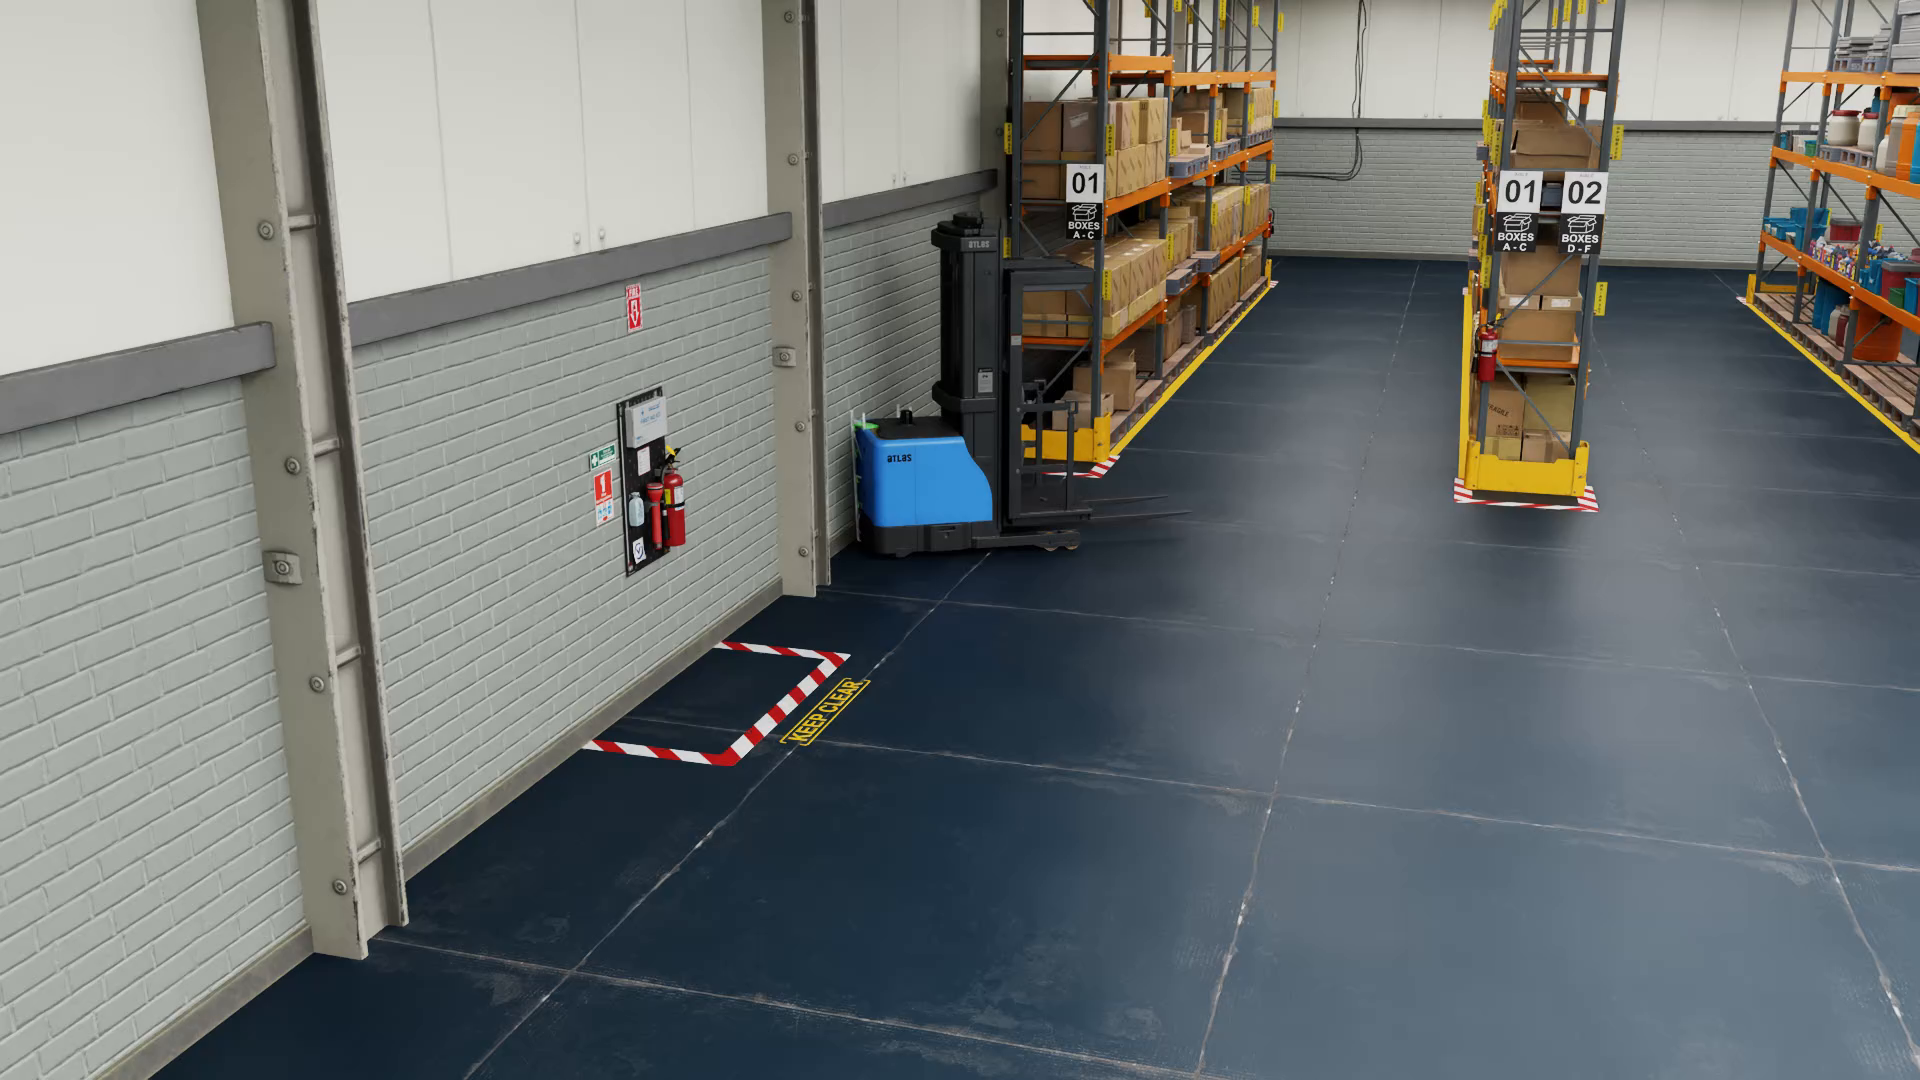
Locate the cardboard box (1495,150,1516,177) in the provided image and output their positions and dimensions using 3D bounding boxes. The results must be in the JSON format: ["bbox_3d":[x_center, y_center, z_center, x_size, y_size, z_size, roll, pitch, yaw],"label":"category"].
[{"bbox_3d":[5.873,-3.937,17.385,0.500,0.250,0.500,5,16,16],"label":"cardboard box"}]

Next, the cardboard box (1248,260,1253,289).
[{"bbox_3d":[5.063,-4.950,31.017,0.700,0.500,0.500,5,17,17],"label":"cardboard box"}]

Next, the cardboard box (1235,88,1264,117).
[{"bbox_3d":[5.205,-7.909,30.088,0.500,0.500,0.500,5,17,16],"label":"cardboard box"}]

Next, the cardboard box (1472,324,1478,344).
[{"bbox_3d":[7.353,-2.832,22.978,0.500,0.311,0.500,4,16,14],"label":"cardboard box"}]

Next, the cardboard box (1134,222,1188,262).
[{"bbox_3d":[2.864,-4.260,23.781,0.700,0.500,0.500,5,16,16],"label":"cardboard box"}]

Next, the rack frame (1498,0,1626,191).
[{"bbox_3d":[5.798,-4.861,15.898,1.000,3.000,0.127,5,16,16],"label":"rack frame"}]

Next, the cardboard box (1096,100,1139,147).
[{"bbox_3d":[1.716,-4.684,18.719,0.500,0.500,0.500,5,17,17],"label":"cardboard box"}]

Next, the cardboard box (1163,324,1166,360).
[{"bbox_3d":[2.476,-2.747,23.212,0.700,0.500,0.500,4,16,15],"label":"cardboard box"}]

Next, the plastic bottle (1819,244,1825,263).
[{"bbox_3d":[13.191,-4.378,25.403,0.061,0.283,0.133,5,16,16],"label":"plastic bottle"}]

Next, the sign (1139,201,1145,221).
[{"bbox_3d":[2.788,-5.050,25.437,0.100,0.325,0.005,5,16,16],"label":"sign"}]

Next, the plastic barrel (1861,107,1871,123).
[{"bbox_3d":[13.892,-6.211,25.038,0.600,0.588,0.600,0,16,0],"label":"plastic barrel"}]

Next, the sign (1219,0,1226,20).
[{"bbox_3d":[3.844,-7.785,24.350,0.100,0.325,0.005,5,16,16],"label":"sign"}]

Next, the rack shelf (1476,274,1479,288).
[{"bbox_3d":[8.640,-4.245,26.039,1.077,0.370,4.000,5,16,16],"label":"rack shelf"}]

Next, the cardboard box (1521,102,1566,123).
[{"bbox_3d":[7.148,-5.114,20.416,0.500,0.500,0.500,5,17,17],"label":"cardboard box"}]

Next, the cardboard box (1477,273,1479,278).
[{"bbox_3d":[8.553,-4.115,26.662,0.500,0.250,0.500,5,16,16],"label":"cardboard box"}]

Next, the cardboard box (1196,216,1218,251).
[{"bbox_3d":[3.705,-4.759,25.768,0.500,0.500,0.500,5,17,18],"label":"cardboard box"}]

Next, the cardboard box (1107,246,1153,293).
[{"bbox_3d":[2.057,-3.293,20.228,0.500,0.500,0.500,4,16,14],"label":"cardboard box"}]

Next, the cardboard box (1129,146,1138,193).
[{"bbox_3d":[1.713,-4.201,18.847,0.500,0.500,0.500,5,17,18],"label":"cardboard box"}]

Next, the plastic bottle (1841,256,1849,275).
[{"bbox_3d":[12.752,-3.951,23.919,0.097,0.271,0.097,0,16,0],"label":"plastic bottle"}]

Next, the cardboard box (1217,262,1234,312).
[{"bbox_3d":[4.148,-4.253,27.916,0.750,0.750,0.750,5,17,18],"label":"cardboard box"}]

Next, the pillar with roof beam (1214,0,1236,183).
[{"bbox_3d":[9.660,-9.870,33.557,9.100,9.000,0.400,5,16,16],"label":"pillar with roof beam"}]

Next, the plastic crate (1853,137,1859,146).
[{"bbox_3d":[14.572,-6.413,27.107,0.497,0.269,0.590,5,16,16],"label":"plastic crate"}]

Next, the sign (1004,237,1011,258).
[{"bbox_3d":[0.521,-3.116,18.036,0.100,0.325,0.005,5,16,16],"label":"sign"}]

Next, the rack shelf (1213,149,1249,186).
[{"bbox_3d":[3.890,-6.072,26.980,1.077,0.370,4.000,5,16,16],"label":"rack shelf"}]

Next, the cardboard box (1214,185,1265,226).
[{"bbox_3d":[5.263,-6.363,31.637,0.980,0.700,0.700,4,16,15],"label":"cardboard box"}]

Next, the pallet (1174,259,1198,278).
[{"bbox_3d":[2.798,-3.838,23.636,1.003,0.211,1.213,5,16,16],"label":"pallet"}]

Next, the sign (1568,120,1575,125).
[{"bbox_3d":[8.601,-5.753,23.446,0.100,0.325,0.005,5,16,16],"label":"sign"}]

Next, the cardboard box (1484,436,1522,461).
[{"bbox_3d":[5.667,-1.018,17.610,0.500,0.250,0.500,5,16,16],"label":"cardboard box"}]

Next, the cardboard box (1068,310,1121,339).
[{"bbox_3d":[1.491,-2.399,18.448,0.500,0.250,0.500,4,16,14],"label":"cardboard box"}]

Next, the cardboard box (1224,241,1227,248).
[{"bbox_3d":[4.230,-4.947,27.618,0.380,0.149,0.250,4,16,14],"label":"cardboard box"}]

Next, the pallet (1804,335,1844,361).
[{"bbox_3d":[13.352,-2.869,24.979,1.003,0.211,1.213,5,16,16],"label":"pallet"}]

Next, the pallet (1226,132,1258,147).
[{"bbox_3d":[4.700,-7.111,29.491,1.003,0.211,1.213,5,16,16],"label":"pallet"}]

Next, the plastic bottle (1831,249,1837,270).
[{"bbox_3d":[12.941,-4.148,24.591,0.061,0.283,0.133,5,16,16],"label":"plastic bottle"}]

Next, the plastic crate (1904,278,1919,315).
[{"bbox_3d":[11.698,-2.942,20.153,0.392,0.384,0.575,5,16,16],"label":"plastic crate"}]

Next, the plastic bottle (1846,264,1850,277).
[{"bbox_3d":[12.669,-3.841,23.659,0.097,0.201,0.097,0,16,0],"label":"plastic bottle"}]

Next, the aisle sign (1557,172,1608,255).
[{"bbox_3d":[6.073,-3.185,16.217,0.394,0.787,0.004,5,16,16],"label":"aisle sign"}]

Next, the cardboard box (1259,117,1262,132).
[{"bbox_3d":[5.204,-7.546,30.183,0.500,0.250,0.500,4,16,14],"label":"cardboard box"}]

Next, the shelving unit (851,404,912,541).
[{"bbox_3d":[-0.692,-0.601,15.148,0.503,1.200,0.258,-10,15,-31],"label":"shelving unit"}]

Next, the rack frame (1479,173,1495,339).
[{"bbox_3d":[6.935,-3.022,20.406,1.000,3.000,0.127,5,16,16],"label":"rack frame"}]

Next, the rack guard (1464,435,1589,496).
[{"bbox_3d":[5.791,-0.766,17.035,1.175,0.500,0.348,5,16,16],"label":"rack guard"}]

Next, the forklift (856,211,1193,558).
[{"bbox_3d":[0.605,-1.450,14.991,3.031,2.935,1.130,-4,16,-13],"label":"forklift"}]

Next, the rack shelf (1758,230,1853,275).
[{"bbox_3d":[14.525,-4.907,28.370,1.077,0.370,4.000,5,16,16],"label":"rack shelf"}]

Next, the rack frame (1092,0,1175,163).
[{"bbox_3d":[2.184,-6.291,20.938,1.000,3.000,0.127,5,16,16],"label":"rack frame"}]

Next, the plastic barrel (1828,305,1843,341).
[{"bbox_3d":[13.338,-3.268,25.063,0.421,0.512,0.421,0,16,0],"label":"plastic barrel"}]

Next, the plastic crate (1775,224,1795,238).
[{"bbox_3d":[14.333,-5.341,28.779,0.416,0.233,0.300,5,16,16],"label":"plastic crate"}]

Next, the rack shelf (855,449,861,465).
[{"bbox_3d":[-0.698,-0.772,15.108,0.480,0.148,0.258,-10,15,-31],"label":"rack shelf"}]

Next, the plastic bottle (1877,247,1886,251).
[{"bbox_3d":[13.869,-4.279,25.066,0.152,0.276,0.135,5,16,16],"label":"plastic bottle"}]

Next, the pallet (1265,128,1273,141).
[{"bbox_3d":[5.394,-7.750,31.741,1.003,0.211,1.213,5,16,16],"label":"pallet"}]

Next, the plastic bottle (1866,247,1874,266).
[{"bbox_3d":[13.744,-4.282,25.084,0.097,0.271,0.097,0,16,0],"label":"plastic bottle"}]

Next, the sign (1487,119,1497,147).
[{"bbox_3d":[6.412,-4.904,20.023,0.100,0.325,0.005,5,16,16],"label":"sign"}]
